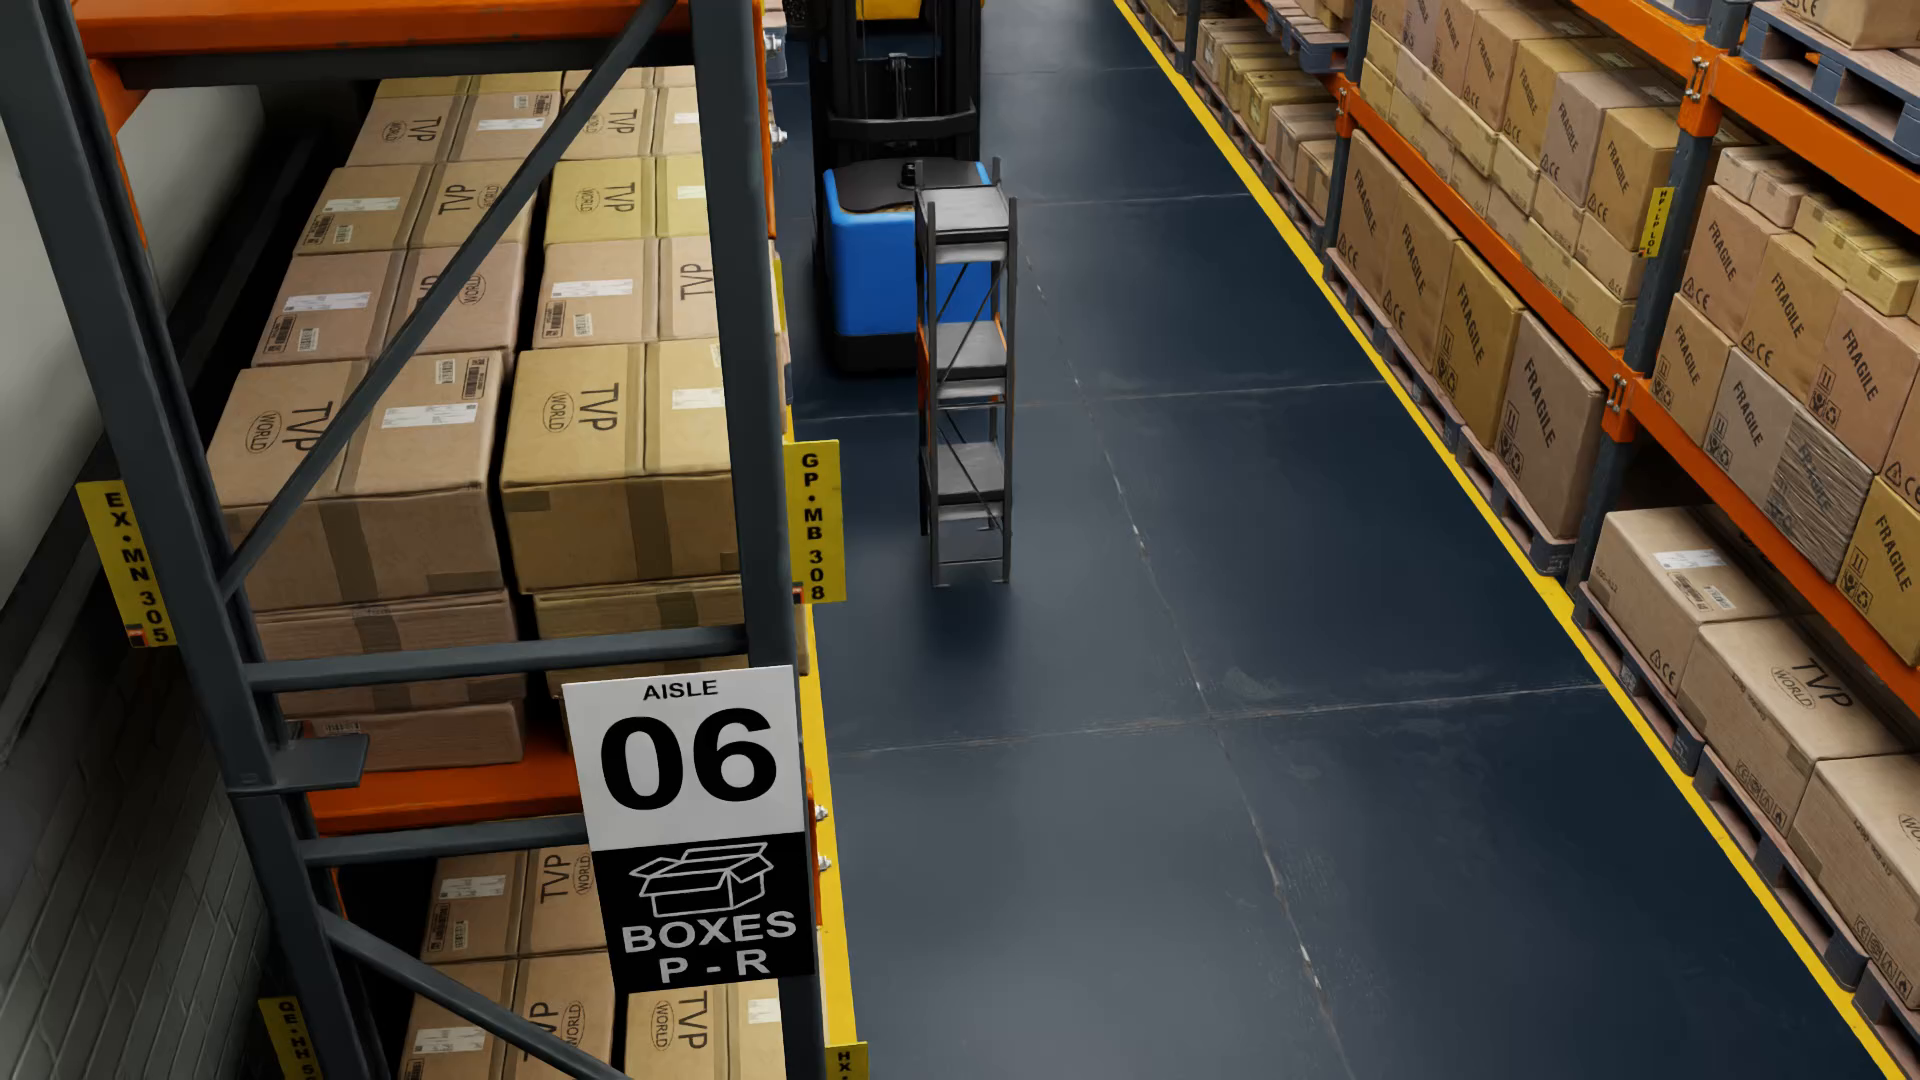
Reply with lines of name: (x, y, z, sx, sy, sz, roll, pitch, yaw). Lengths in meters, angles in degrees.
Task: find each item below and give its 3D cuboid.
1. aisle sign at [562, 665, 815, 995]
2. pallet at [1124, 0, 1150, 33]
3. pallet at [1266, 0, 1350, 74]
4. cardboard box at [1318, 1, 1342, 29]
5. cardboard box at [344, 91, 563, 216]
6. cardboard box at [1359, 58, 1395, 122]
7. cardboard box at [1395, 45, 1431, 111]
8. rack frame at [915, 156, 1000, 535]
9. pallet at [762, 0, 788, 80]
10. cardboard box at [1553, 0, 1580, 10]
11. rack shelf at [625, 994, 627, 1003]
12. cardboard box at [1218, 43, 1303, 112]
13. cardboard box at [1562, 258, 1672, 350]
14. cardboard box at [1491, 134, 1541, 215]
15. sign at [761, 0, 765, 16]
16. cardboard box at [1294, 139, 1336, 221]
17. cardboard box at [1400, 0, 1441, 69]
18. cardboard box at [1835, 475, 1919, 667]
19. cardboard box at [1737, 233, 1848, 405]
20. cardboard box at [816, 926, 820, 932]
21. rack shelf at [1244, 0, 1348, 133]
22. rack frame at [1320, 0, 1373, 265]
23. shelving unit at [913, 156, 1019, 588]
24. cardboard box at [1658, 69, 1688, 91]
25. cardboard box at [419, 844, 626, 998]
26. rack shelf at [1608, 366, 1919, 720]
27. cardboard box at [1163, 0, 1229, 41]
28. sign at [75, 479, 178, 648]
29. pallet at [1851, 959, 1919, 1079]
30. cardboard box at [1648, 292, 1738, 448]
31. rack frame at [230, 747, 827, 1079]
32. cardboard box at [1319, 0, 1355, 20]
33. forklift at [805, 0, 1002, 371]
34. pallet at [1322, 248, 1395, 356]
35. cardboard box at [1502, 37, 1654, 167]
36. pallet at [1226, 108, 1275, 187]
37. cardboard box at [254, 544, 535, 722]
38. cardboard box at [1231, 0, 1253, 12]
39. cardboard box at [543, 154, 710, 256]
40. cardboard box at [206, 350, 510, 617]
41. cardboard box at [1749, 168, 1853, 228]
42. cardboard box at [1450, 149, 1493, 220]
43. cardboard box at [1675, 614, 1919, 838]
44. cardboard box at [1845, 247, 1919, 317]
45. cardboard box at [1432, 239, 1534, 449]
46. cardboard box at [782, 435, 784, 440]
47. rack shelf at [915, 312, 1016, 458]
aisle sign: (-0.486, 0.558, 3.088, 0.394, 0.787, 0.004, -4, 35, -6)
pallet: (2.226, -5.360, 16.556, 1.003, 0.211, 1.213, -4, 35, -6)
pallet: (2.855, -3.536, 11.574, 1.213, 0.211, 1.003, -4, 35, -6)
cardboard box: (2.671, -3.605, 11.355, 0.380, 0.149, 0.250, -4, 34, -6)
cardboard box: (-1.312, -0.976, 4.408, 0.500, 0.250, 0.500, -4, 35, -6)
cardboard box: (2.873, -2.872, 10.562, 0.500, 0.250, 0.500, -5, 35, -7)
cardboard box: (2.948, -2.780, 9.984, 0.500, 0.250, 0.500, -4, 34, -5)
rack frame: (-0.011, -0.911, 8.352, 0.400, 2.100, 0.015, -4, 35, -6)
pallet: (-1.342, -2.147, 6.868, 1.213, 0.211, 1.003, -4, 35, -6)
cardboard box: (3.522, -2.848, 9.418, 0.500, 0.500, 0.500, -4, 35, -6)
rack shelf: (-1.055, 0.798, 5.683, 1.077, 0.370, 4.000, -4, 35, -6)
cardboard box: (2.691, -3.852, 13.828, 0.950, 0.372, 0.625, -2, 34, -3)
cardboard box: (3.284, -1.163, 8.055, 0.500, 0.250, 0.500, -5, 35, -8)
cardboard box: (3.144, -1.933, 8.741, 0.500, 0.250, 0.500, -4, 34, -5)
sign: (-0.787, -2.114, 6.195, 0.100, 0.325, 0.005, -4, 35, -6)
cardboard box: (2.990, -2.630, 12.034, 0.950, 0.372, 0.625, -7, 35, -10)
cardboard box: (2.957, -3.110, 9.803, 0.500, 0.500, 0.500, -4, 35, -6)
cardboard box: (3.591, 0.093, 5.989, 0.500, 0.500, 0.500, -3, 34, -5)
cardboard box: (3.480, -0.882, 6.532, 0.500, 0.500, 0.500, -5, 35, -7)
cardboard box: (-0.648, 1.001, 4.616, 0.500, 0.250, 0.500, -4, 34, -6)
rack shelf: (2.787, -4.045, 12.789, 1.077, 0.370, 4.000, -4, 35, -6)
rack frame: (3.056, -3.226, 10.949, 1.000, 3.000, 0.127, -4, 35, -6)
shelving unit: (0.022, -0.775, 8.152, 0.431, 2.100, 0.503, -4, 35, -6)
cardboard box: (3.724, -1.997, 8.169, 0.500, 0.500, 0.500, -5, 35, -7)
cardboard box: (-1.179, 1.031, 4.571, 0.500, 0.250, 0.500, -4, 35, -6)
rack shelf: (3.863, 0.420, 6.238, 1.077, 0.370, 4.000, -4, 35, -6)
cardboard box: (2.173, -4.805, 15.334, 0.500, 0.250, 0.500, -3, 34, -4)
sign: (-1.338, 0.042, 2.704, 0.100, 0.325, 0.005, -4, 35, -6)
pallet: (3.947, 1.951, 5.829, 1.003, 0.211, 1.213, -4, 35, -6)
cardboard box: (3.398, -0.753, 7.232, 0.500, 0.500, 0.500, -3, 34, -5)
rack frame: (-0.786, 1.616, 3.843, 1.000, 3.000, 0.127, -4, 35, -6)
cardboard box: (2.720, -3.796, 11.060, 0.500, 0.500, 0.500, -5, 35, -8)
forklift: (-0.448, -3.073, 10.786, 1.130, 2.935, 3.031, -4, 35, -6)
pallet: (3.088, -1.628, 11.080, 1.003, 0.211, 1.213, -4, 35, -6)
cardboard box: (3.160, -2.251, 8.542, 0.500, 0.500, 0.500, -3, 34, -5)
pallet: (2.792, -3.189, 13.371, 1.003, 0.211, 1.213, -4, 35, -6)
cardboard box: (-1.115, 0.088, 3.291, 0.500, 0.250, 0.500, -5, 35, -7)
cardboard box: (2.707, -5.155, 15.182, 0.500, 0.500, 0.500, -3, 34, -4)
cardboard box: (-0.728, -0.722, 4.036, 0.500, 0.250, 0.500, -5, 35, -7)
cardboard box: (-1.122, -0.117, 3.149, 0.500, 0.250, 0.500, -5, 35, -8)
cardboard box: (3.430, -1.379, 6.685, 0.380, 0.149, 0.250, -4, 34, -6)
cardboard box: (3.094, -2.018, 9.310, 0.500, 0.250, 0.500, -4, 35, -6)
cardboard box: (3.693, 0.750, 7.017, 0.875, 0.438, 0.875, -5, 35, -8)
cardboard box: (3.486, -0.945, 6.050, 0.380, 0.149, 0.250, -5, 35, -8)
cardboard box: (3.302, -1.133, 9.391, 0.875, 0.875, 0.875, -3, 34, -5)
cardboard box: (-0.609, -0.150, 3.995, 0.380, 0.149, 0.250, -4, 34, -5)
rack shelf: (0.022, -0.764, 8.159, 0.431, 0.518, 0.480, -4, 35, -6)
